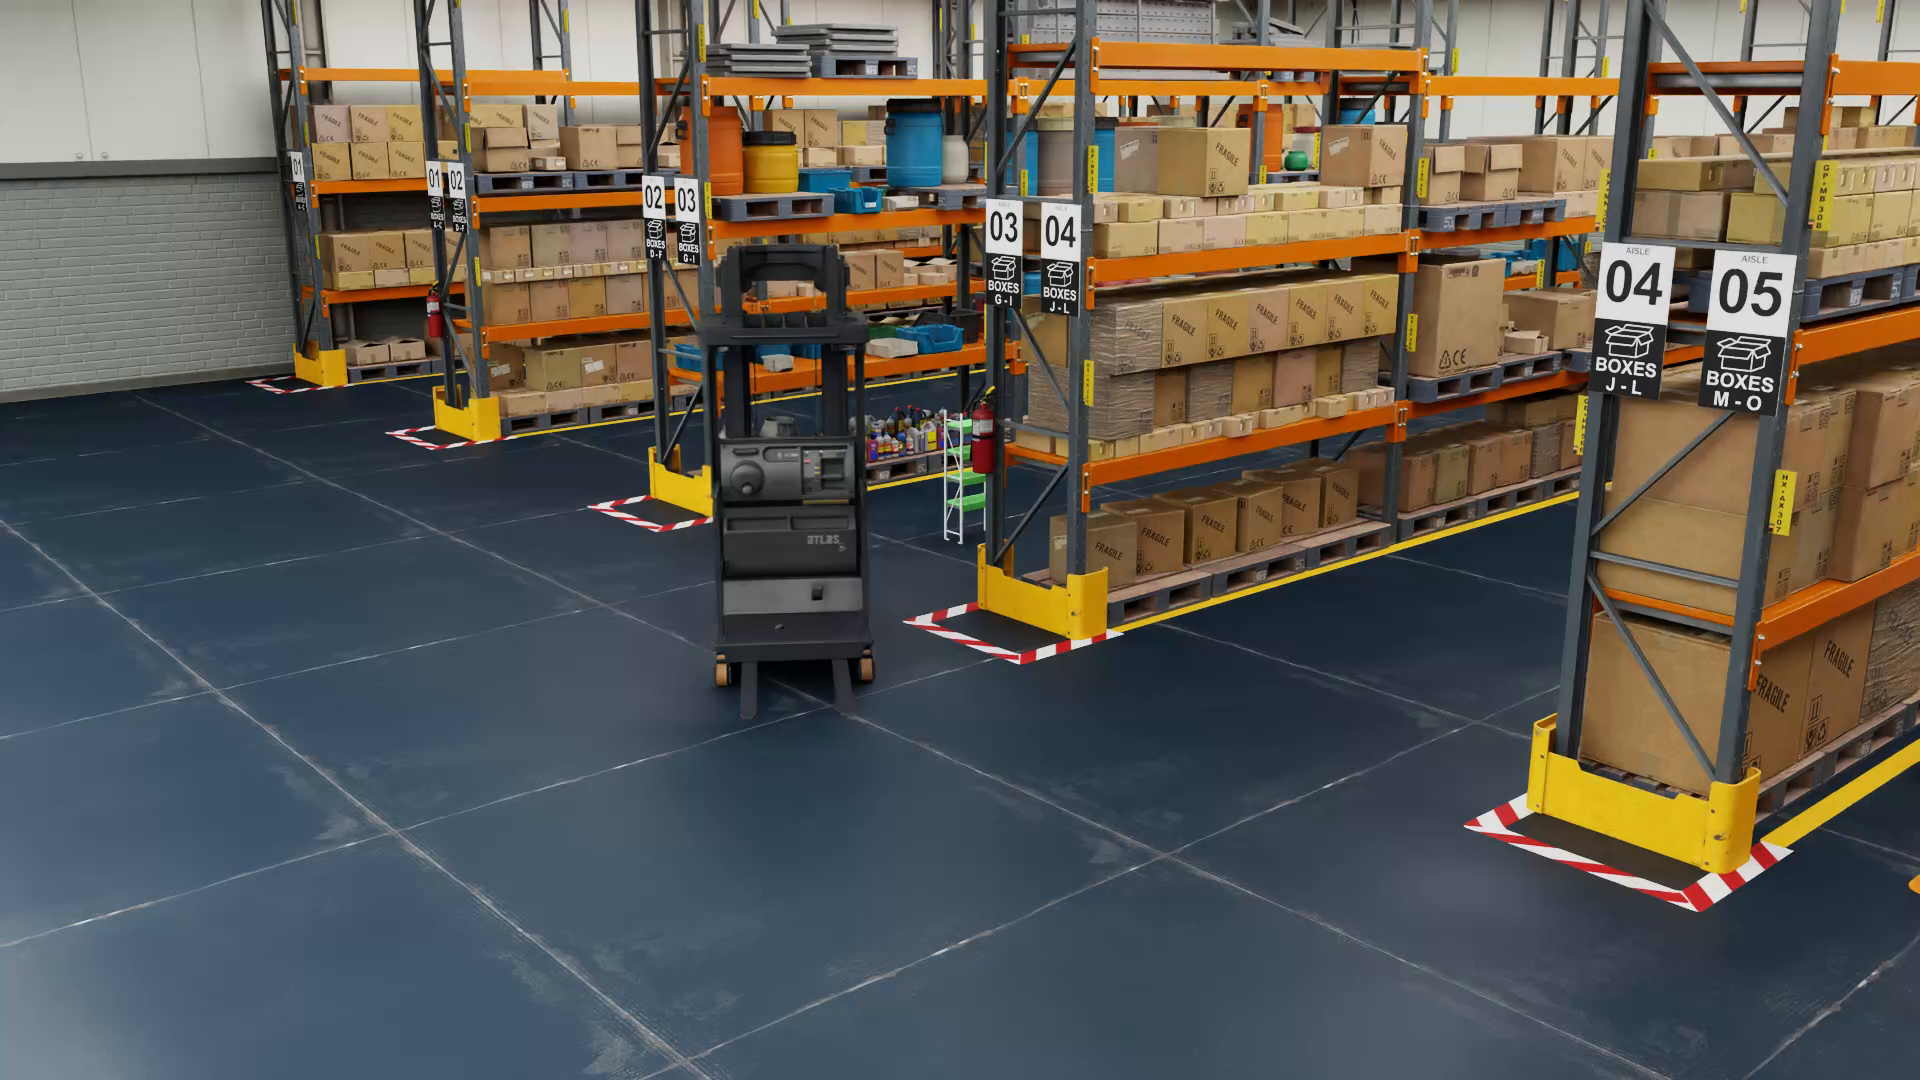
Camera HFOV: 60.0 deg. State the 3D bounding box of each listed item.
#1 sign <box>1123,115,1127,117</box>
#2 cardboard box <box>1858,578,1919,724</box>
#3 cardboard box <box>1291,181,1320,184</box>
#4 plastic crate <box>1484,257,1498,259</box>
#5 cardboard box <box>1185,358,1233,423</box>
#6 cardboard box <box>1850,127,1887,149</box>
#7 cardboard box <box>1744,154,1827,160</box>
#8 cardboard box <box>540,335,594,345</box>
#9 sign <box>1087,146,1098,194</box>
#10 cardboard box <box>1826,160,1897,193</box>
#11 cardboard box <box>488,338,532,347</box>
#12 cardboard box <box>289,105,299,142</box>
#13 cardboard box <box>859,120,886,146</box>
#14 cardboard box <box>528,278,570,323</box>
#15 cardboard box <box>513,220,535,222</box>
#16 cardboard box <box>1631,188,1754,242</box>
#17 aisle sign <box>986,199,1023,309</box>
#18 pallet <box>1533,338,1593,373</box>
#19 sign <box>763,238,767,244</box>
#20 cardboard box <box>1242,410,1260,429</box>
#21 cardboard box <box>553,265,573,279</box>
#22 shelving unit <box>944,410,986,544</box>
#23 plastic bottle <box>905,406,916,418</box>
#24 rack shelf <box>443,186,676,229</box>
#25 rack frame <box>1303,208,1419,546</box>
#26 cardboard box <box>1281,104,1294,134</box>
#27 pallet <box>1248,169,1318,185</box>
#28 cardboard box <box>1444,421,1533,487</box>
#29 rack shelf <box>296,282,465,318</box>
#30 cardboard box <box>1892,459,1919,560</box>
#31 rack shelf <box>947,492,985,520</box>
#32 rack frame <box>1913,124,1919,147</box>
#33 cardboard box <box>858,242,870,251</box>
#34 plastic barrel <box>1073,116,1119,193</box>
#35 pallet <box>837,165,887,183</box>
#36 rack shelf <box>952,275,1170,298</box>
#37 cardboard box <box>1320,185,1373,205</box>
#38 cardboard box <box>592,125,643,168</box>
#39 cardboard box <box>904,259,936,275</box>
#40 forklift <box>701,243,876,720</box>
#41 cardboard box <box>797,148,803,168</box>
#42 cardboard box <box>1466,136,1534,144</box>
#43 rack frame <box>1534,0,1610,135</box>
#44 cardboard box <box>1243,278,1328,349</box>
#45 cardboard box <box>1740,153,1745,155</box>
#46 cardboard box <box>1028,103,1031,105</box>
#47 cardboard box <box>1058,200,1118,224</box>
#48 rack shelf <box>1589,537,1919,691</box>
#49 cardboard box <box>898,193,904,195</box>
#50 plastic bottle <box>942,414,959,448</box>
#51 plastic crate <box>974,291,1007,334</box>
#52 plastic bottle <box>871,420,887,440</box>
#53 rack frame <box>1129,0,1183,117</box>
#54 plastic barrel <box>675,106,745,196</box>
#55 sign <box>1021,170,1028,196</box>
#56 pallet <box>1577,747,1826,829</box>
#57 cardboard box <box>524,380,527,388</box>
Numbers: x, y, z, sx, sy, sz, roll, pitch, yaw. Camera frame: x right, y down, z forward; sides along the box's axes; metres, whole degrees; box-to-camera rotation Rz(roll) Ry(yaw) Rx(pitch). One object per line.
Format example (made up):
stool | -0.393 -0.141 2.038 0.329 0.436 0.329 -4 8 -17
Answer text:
sign | 3.231 -8.157 32.599 0.005 0.325 0.100 -13 19 -39
cardboard box | 5.569 0.553 10.672 0.875 0.875 0.875 -12 19 -39
cardboard box | 3.140 -3.074 14.652 0.250 0.149 0.380 -13 20 -41
plastic crate | 7.644 -4.014 24.578 0.530 0.282 0.437 -13 19 -39
cardboard box | 1.707 -1.287 13.484 0.500 0.500 0.875 -13 19 -39
cardboard box | 11.069 -4.899 20.766 0.500 0.500 0.700 -12 19 -37
cardboard box | 4.740 -2.142 9.580 0.250 0.149 0.380 -13 20 -40
cardboard box | -4.976 -2.309 21.145 0.500 0.500 0.500 -13 19 -39
sign | 0.926 -2.588 11.621 0.005 0.325 0.100 -13 19 -39
cardboard box | 4.593 -1.884 8.613 0.250 0.149 0.380 -13 20 -40
cardboard box | -6.924 -3.214 25.462 0.500 0.500 0.500 14 21 43
cardboard box | -9.031 -5.830 23.279 0.500 0.500 0.500 -12 19 -37
cardboard box | -1.666 -7.151 29.351 0.500 0.500 0.700 -13 20 -39
cardboard box | -5.177 -2.966 20.349 0.500 0.500 0.700 -12 19 -38
cardboard box | -6.659 -4.653 25.658 0.500 0.500 0.500 -13 20 -41
cardboard box | 3.935 -1.749 8.878 0.500 0.250 0.500 -12 19 -39
aisle sign | 0.326 -2.126 12.360 0.004 0.787 0.394 -13 19 -39
pallet | 6.137 -1.944 17.085 1.003 0.211 1.213 -13 19 -39
sign | -2.547 -3.778 21.750 0.005 0.325 0.100 -13 19 -39
cardboard box | 2.238 -1.006 13.692 0.250 0.149 0.380 -13 19 -39
cardboard box | -4.915 -3.267 20.219 0.250 0.149 0.380 -13 20 -40
shelving unit | 0.125 -0.608 15.200 0.503 1.200 0.258 -13 19 -39
plastic bottle | -0.545 -1.341 18.739 0.185 0.351 0.144 -12 19 -38
rack shelf | -4.422 -4.192 20.713 4.000 0.370 1.077 -13 19 -39
rack frame | 3.587 -1.500 15.053 0.127 3.000 1.000 -13 19 -39
cardboard box | 5.330 -7.284 28.764 0.500 0.500 0.700 -13 19 -39
pallet | 3.995 -4.610 21.251 1.213 0.211 1.003 -13 19 -39
cardboard box | 5.279 -0.871 16.691 0.500 0.500 0.700 -11 18 -35
rack shelf | -7.676 -3.707 24.708 4.000 0.370 1.077 -13 19 -39
cardboard box | 5.278 -0.250 10.081 0.500 0.550 0.875 -13 19 -39
rack shelf | 0.125 -0.314 15.279 0.480 0.148 0.258 -13 19 -39
rack frame | 6.767 -3.416 10.600 0.127 3.000 1.000 -13 19 -39
cardboard box | -1.797 -5.193 29.327 0.250 0.149 0.380 -12 19 -39
plastic barrel | 1.564 -4.506 19.522 0.708 0.901 0.600 -13 19 -39
pallet | -1.190 -5.142 23.243 1.213 0.211 1.003 -12 19 -37
rack shelf | 1.613 -4.098 26.174 4.000 0.370 1.077 -13 19 -39
cardboard box | 3.270 -2.931 14.114 0.250 0.149 0.380 -12 19 -39
cardboard box | -4.238 -4.944 20.850 0.637 0.503 0.797 -10 18 -33
cardboard box | -0.697 -3.950 24.398 0.500 0.311 0.500 -13 20 -40
forklift | -1.176 -0.496 11.427 1.130 2.935 3.031 -2 15 -6
cardboard box | -2.442 -5.111 22.237 0.500 0.250 0.500 -10 18 -34
cardboard box | 5.322 -3.715 16.372 0.500 0.500 0.500 -13 20 -41
rack frame | 9.388 -7.395 25.499 0.127 3.000 1.000 -13 19 -39
cardboard box | 2.674 -1.876 13.752 0.500 0.500 0.500 -13 19 -39
cardboard box | 8.736 -4.296 19.067 0.500 0.311 0.500 -14 20 -41
cardboard box | 0.973 -7.893 31.004 0.500 0.500 0.500 -13 20 -40
cardboard box | 0.929 -2.393 12.103 0.250 0.149 0.380 -13 20 -40
rack shelf | 5.258 0.169 10.199 4.000 0.370 1.077 -13 19 -39
cardboard box | -1.041 -6.195 30.368 0.500 0.250 0.500 -12 19 -39
plastic bottle | -0.105 -1.199 18.208 0.185 0.351 0.144 -14 20 -42
plastic crate | 0.500 -2.637 19.185 0.583 0.464 0.402 -13 19 -39
plastic bottle | -0.892 -1.176 18.267 0.135 0.276 0.152 -13 19 -39
rack frame | 3.122 -7.683 26.575 0.127 3.000 1.000 -13 19 -39
plastic barrel | -2.398 -3.753 16.030 0.708 0.830 0.600 -13 19 -39
sign | 0.689 -3.809 17.867 0.005 0.325 0.100 -13 19 -39
pallet | 4.301 1.357 9.761 1.213 0.211 1.003 -13 19 -39
cardboard box | -5.350 -1.861 20.921 0.500 0.250 0.500 -13 19 -39
